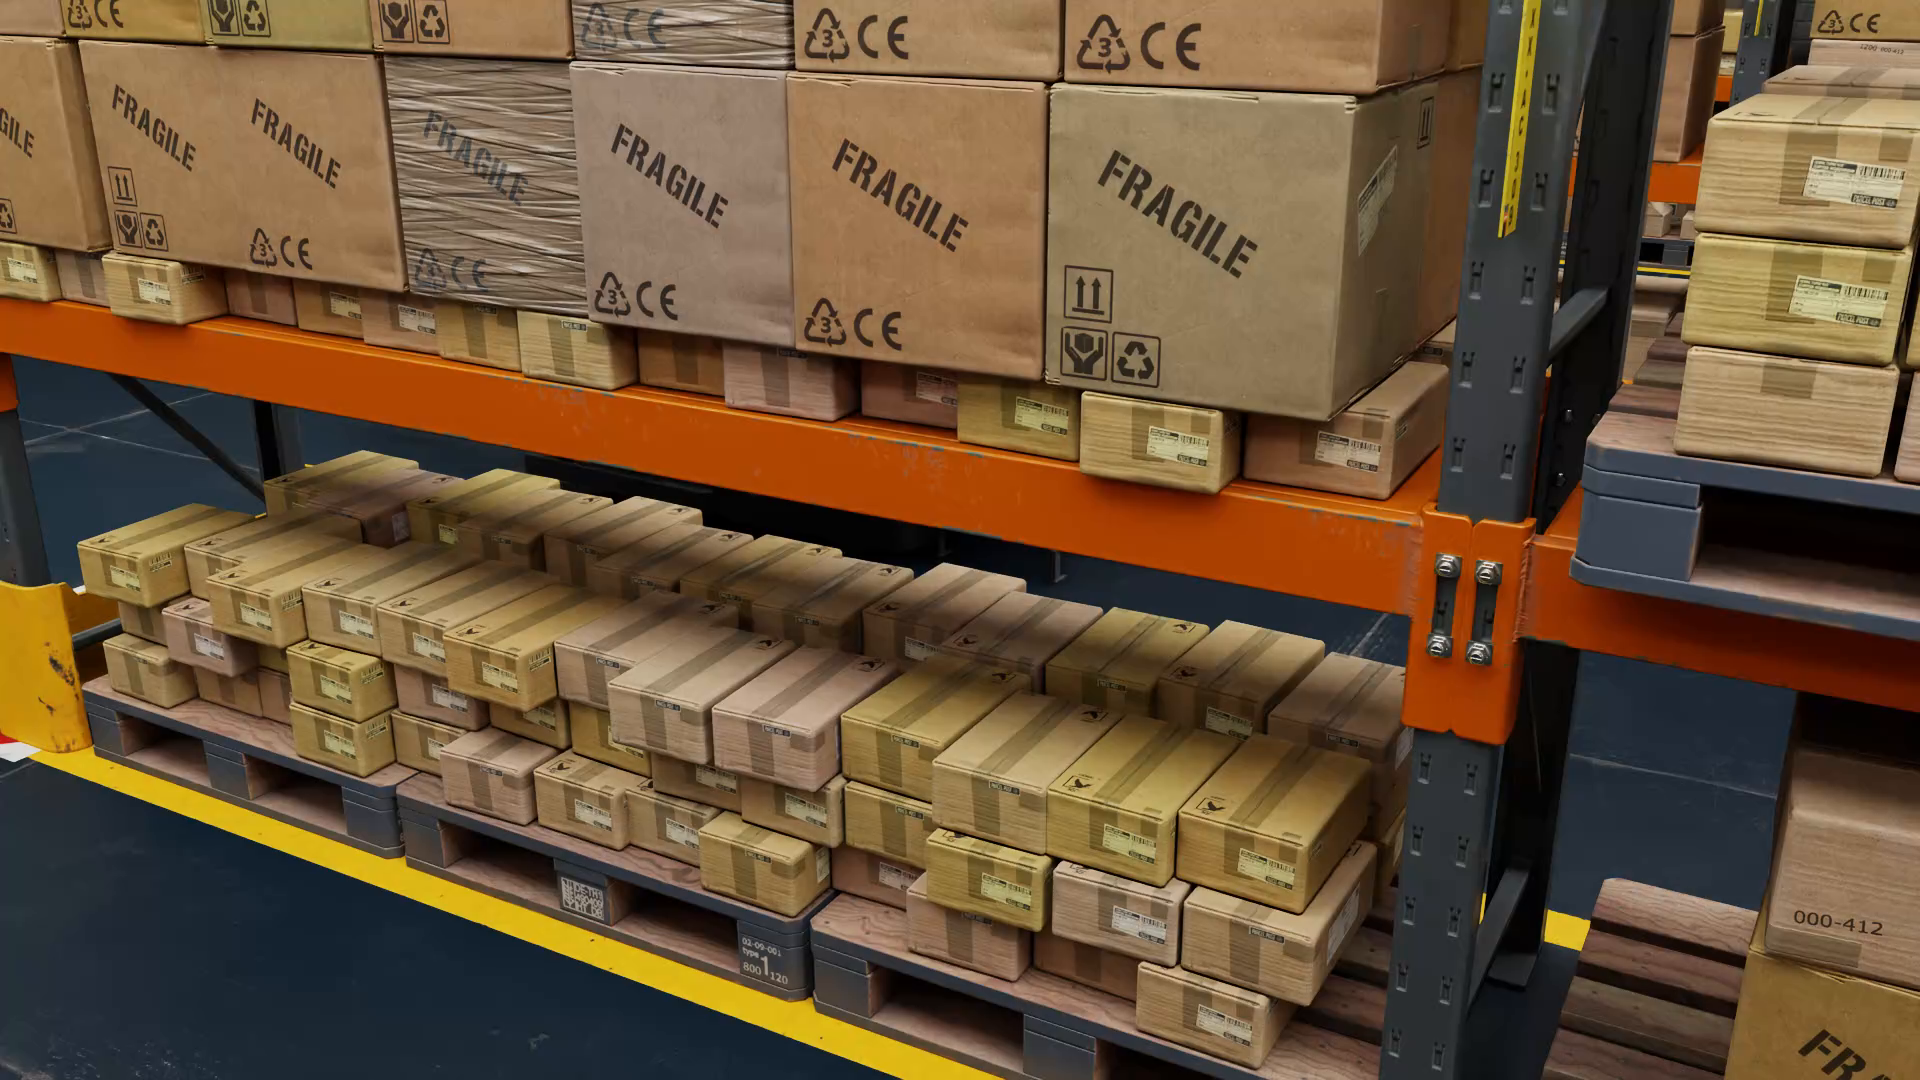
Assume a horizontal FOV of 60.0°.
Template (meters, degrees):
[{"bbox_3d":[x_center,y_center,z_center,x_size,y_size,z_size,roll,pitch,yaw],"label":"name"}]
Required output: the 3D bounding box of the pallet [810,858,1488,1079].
[{"bbox_3d":[0.439,0.862,3.681,1.213,0.211,1.003,11,23,27],"label":"pallet"}]

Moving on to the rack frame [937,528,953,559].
[{"bbox_3d":[0.028,-0.975,5.973,0.015,2.100,0.400,12,23,30],"label":"rack frame"}]

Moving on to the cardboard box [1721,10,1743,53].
[{"bbox_3d":[5.223,-3.398,11.118,0.500,0.250,0.500,11,23,29],"label":"cardboard box"}]

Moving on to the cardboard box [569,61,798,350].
[{"bbox_3d":[-0.403,-0.701,3.316,0.500,0.500,0.500,11,23,27],"label":"cardboard box"}]

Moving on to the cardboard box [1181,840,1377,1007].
[{"bbox_3d":[0.613,0.697,3.174,0.250,0.149,0.380,11,23,28],"label":"cardboard box"}]

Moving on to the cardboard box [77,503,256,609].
[{"bbox_3d":[-2.157,0.038,4.554,0.250,0.149,0.380,10,22,25],"label":"cardboard box"}]

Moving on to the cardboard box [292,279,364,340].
[{"bbox_3d":[-1.357,-0.598,3.985,0.250,0.149,0.380,11,22,27],"label":"cardboard box"}]

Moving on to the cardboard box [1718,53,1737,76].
[{"bbox_3d":[5.147,-3.214,11.194,0.250,0.149,0.380,11,23,29],"label":"cardboard box"}]

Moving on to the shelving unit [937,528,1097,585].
[{"bbox_3d":[0.234,-0.930,5.850,0.503,2.100,0.431,12,23,30],"label":"shelving unit"}]

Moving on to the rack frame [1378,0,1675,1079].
[{"bbox_3d":[1.043,-0.348,2.926,0.127,3.000,1.000,11,23,27],"label":"rack frame"}]

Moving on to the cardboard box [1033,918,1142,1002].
[{"bbox_3d":[0.348,0.763,3.429,0.250,0.149,0.380,12,23,29],"label":"cardboard box"}]

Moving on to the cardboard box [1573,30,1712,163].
[{"bbox_3d":[2.839,-1.887,7.021,0.500,0.500,0.500,11,23,28],"label":"cardboard box"}]

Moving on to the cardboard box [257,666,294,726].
[{"bbox_3d":[-1.659,0.370,4.511,0.250,0.149,0.380,11,23,28],"label":"cardboard box"}]

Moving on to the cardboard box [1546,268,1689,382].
[{"bbox_3d":[2.873,-0.968,7.776,0.875,0.438,0.875,10,22,27],"label":"cardboard box"}]

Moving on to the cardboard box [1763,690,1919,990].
[{"bbox_3d":[1.559,0.478,2.597,0.500,0.250,0.500,10,22,25],"label":"cardboard box"}]

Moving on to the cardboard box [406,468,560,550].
[{"bbox_3d":[-1.384,-0.074,4.862,0.250,0.149,0.380,10,22,26],"label":"cardboard box"}]

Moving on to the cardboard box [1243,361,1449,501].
[{"bbox_3d":[0.679,-0.208,2.908,0.250,0.149,0.380,11,22,27],"label":"cardboard box"}]

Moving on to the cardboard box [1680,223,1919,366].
[{"bbox_3d":[1.163,-0.365,2.289,0.250,0.149,0.380,11,23,28],"label":"cardboard box"}]

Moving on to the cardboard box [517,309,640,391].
[{"bbox_3d":[-0.721,-0.446,3.566,0.250,0.149,0.380,11,23,28],"label":"cardboard box"}]

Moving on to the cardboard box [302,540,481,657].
[{"bbox_3d":[-1.444,0.145,4.260,0.250,0.149,0.380,10,22,25],"label":"cardboard box"}]

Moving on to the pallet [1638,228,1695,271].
[{"bbox_3d":[5.187,-2.120,11.902,1.213,0.211,1.003,11,23,27],"label":"pallet"}]

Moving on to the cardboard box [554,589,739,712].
[{"bbox_3d":[-0.733,0.264,3.930,0.250,0.149,0.380,11,23,27],"label":"cardboard box"}]

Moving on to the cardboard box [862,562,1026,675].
[{"bbox_3d":[-0.034,0.202,4.102,0.250,0.149,0.380,11,23,28],"label":"cardboard box"}]

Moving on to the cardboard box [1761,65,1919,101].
[{"bbox_3d":[1.489,-0.699,2.772,0.250,0.149,0.380,12,23,30],"label":"cardboard box"}]

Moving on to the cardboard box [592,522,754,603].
[{"bbox_3d":[-0.751,0.093,4.402,0.250,0.149,0.380,10,22,26],"label":"cardboard box"}]

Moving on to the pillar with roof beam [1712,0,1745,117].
[{"bbox_3d":[3.518,-5.240,7.613,0.400,9.000,9.100,11,23,27],"label":"pillar with roof beam"}]

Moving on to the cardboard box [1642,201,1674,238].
[{"bbox_3d":[4.845,-2.294,11.683,0.258,0.266,0.396,12,23,29],"label":"cardboard box"}]

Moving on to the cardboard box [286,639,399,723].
[{"bbox_3d":[-1.478,0.305,4.255,0.250,0.149,0.380,12,23,29],"label":"cardboard box"}]

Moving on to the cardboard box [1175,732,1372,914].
[{"bbox_3d":[0.605,0.533,3.189,0.250,0.149,0.380,12,23,29],"label":"cardboard box"}]

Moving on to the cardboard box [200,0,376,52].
[{"bbox_3d":[-1.300,-1.341,3.615,0.500,0.500,0.500,10,22,26],"label":"cardboard box"}]

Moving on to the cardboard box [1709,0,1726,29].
[{"bbox_3d":[3.071,-2.507,7.265,0.500,0.500,0.500,11,23,28],"label":"cardboard box"}]

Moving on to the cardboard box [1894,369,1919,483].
[{"bbox_3d":[1.407,-0.181,2.217,0.250,0.149,0.380,11,23,28],"label":"cardboard box"}]

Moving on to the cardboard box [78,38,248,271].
[{"bbox_3d":[-1.712,-0.962,4.035,0.500,0.500,0.500,11,23,27],"label":"cardboard box"}]

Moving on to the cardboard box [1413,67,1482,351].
[{"bbox_3d":[0.733,-0.692,3.292,0.500,0.500,0.500,10,22,26],"label":"cardboard box"}]

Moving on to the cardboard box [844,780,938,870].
[{"bbox_3d":[-0.043,0.545,3.591,0.250,0.149,0.380,11,23,28],"label":"cardboard box"}]

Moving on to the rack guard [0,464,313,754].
[{"bbox_3d":[-2.383,0.174,5.151,0.348,0.500,1.175,11,23,27],"label":"rack guard"}]

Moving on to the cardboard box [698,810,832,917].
[{"bbox_3d":[-0.369,0.659,3.715,0.250,0.149,0.380,11,23,27],"label":"cardboard box"}]

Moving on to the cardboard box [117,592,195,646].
[{"bbox_3d":[-2.117,0.153,4.673,0.250,0.149,0.380,12,23,30],"label":"cardboard box"}]

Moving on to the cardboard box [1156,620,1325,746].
[{"bbox_3d":[0.632,0.332,3.742,0.250,0.149,0.380,12,23,30],"label":"cardboard box"}]

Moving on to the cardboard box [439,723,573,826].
[{"bbox_3d":[-1.045,0.527,4.079,0.250,0.149,0.380,10,22,25],"label":"cardboard box"}]

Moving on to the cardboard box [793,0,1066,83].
[{"bbox_3d":[0.047,-1.087,2.914,0.500,0.500,0.500,10,22,26],"label":"cardboard box"}]

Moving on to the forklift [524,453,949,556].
[{"bbox_3d":[-1.204,-1.681,6.701,3.031,2.935,1.130,12,23,30],"label":"forklift"}]

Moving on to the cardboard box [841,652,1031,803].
[{"bbox_3d":[-0.046,0.397,3.565,0.250,0.149,0.380,12,23,29],"label":"cardboard box"}]

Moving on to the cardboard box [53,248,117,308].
[{"bbox_3d":[-2.084,-0.714,4.303,0.250,0.149,0.380,12,23,29],"label":"cardboard box"}]

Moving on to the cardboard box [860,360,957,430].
[{"bbox_3d":[0.006,-0.344,3.283,0.250,0.149,0.380,10,22,26],"label":"cardboard box"}]

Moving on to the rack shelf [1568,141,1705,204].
[{"bbox_3d":[1.623,-1.833,8.075,4.000,0.370,1.077,11,23,27],"label":"rack shelf"}]

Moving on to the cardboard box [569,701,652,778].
[{"bbox_3d":[-0.711,0.401,3.989,0.250,0.149,0.380,12,23,30],"label":"cardboard box"}]
